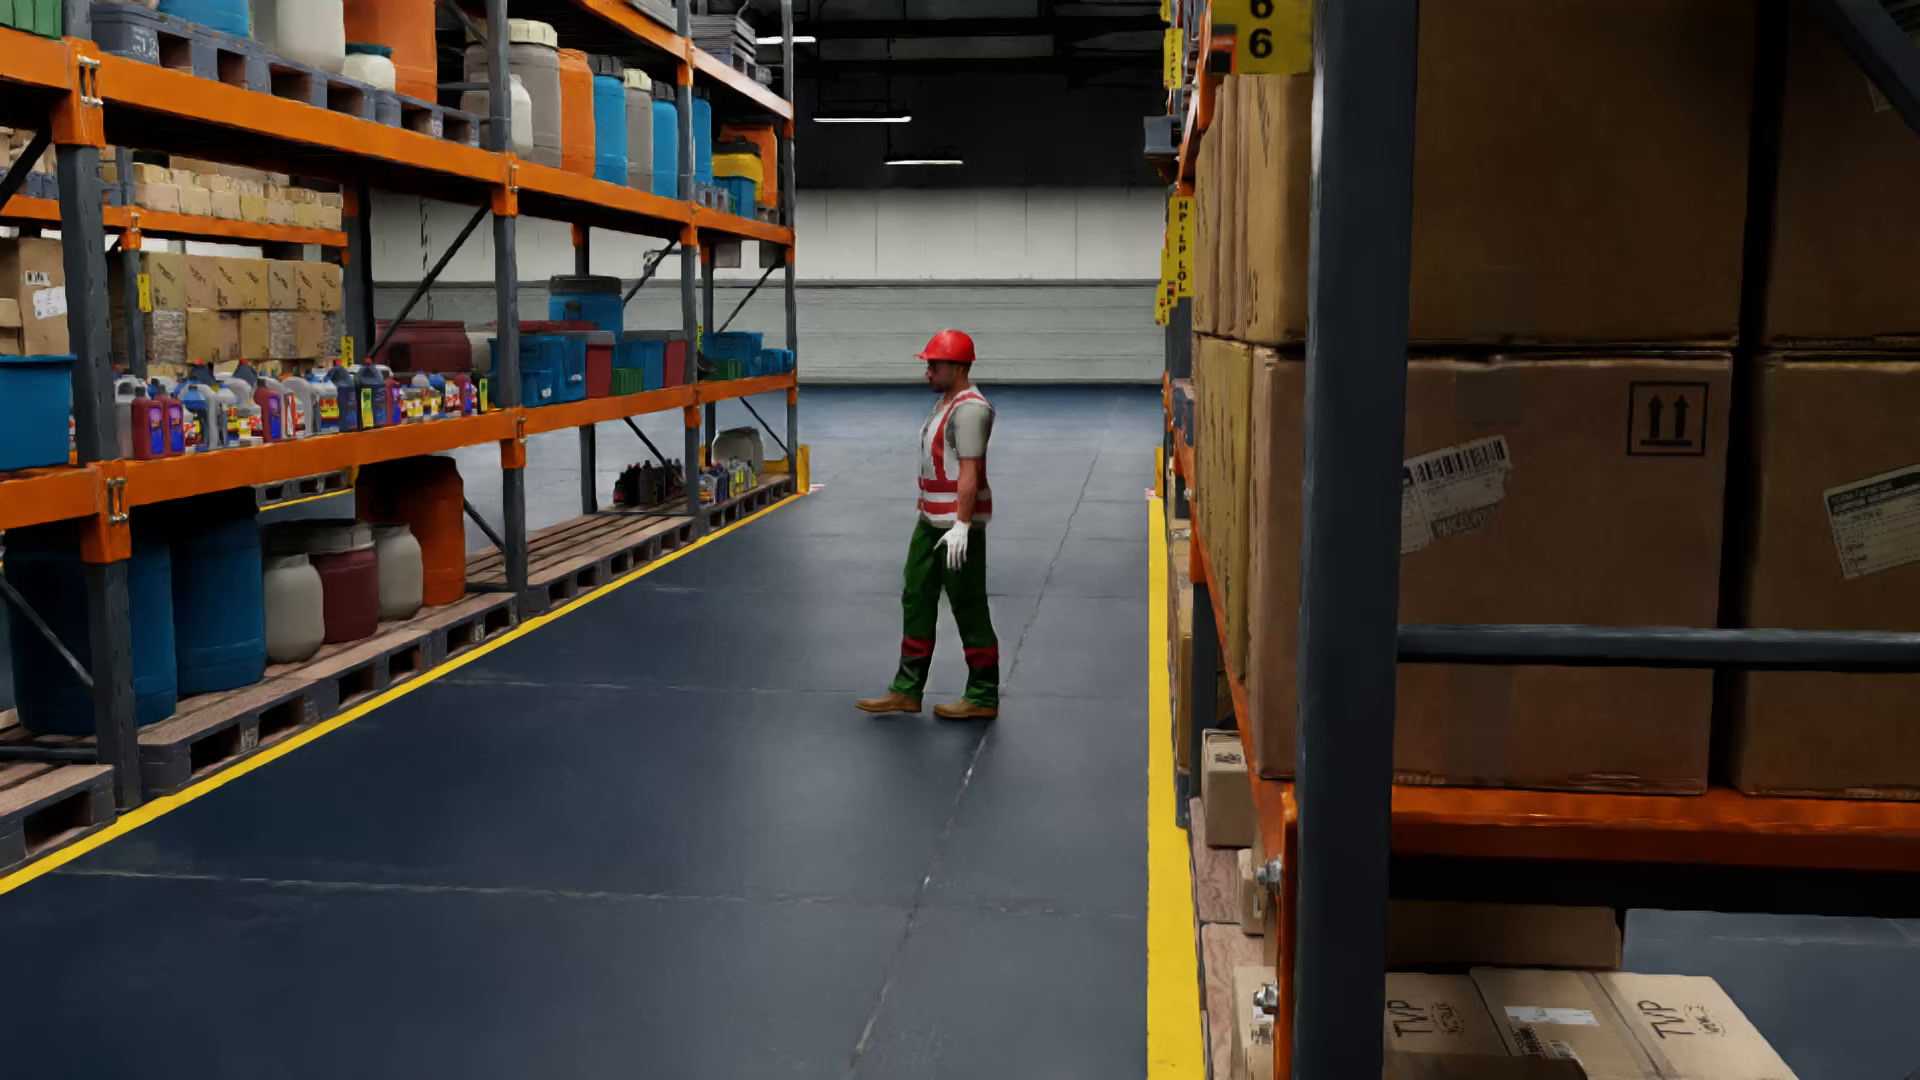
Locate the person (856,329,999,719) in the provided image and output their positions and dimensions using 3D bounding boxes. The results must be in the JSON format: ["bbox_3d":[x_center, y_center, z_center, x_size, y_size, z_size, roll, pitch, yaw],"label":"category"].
[{"bbox_3d":[-0.138,-0.062,7.596,0.614,1.786,0.665,-3,8,-22],"label":"person"}]
